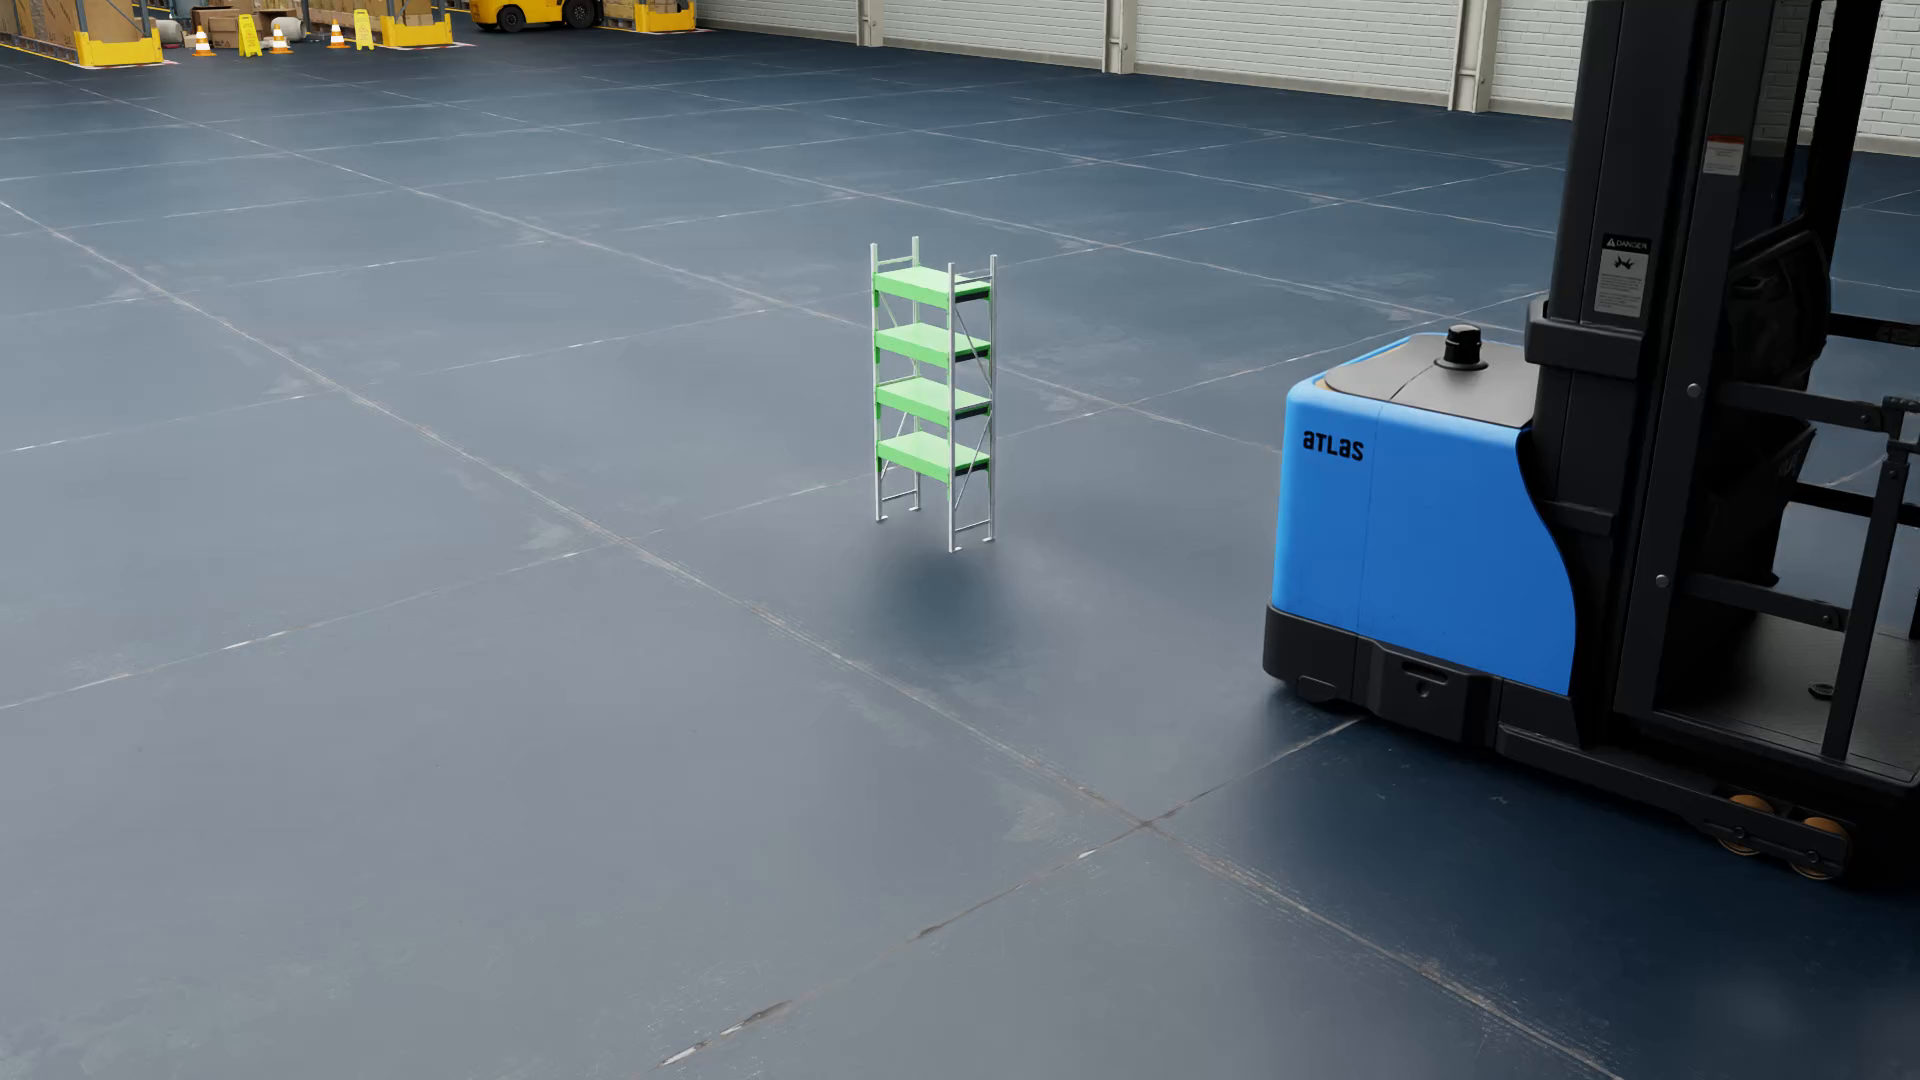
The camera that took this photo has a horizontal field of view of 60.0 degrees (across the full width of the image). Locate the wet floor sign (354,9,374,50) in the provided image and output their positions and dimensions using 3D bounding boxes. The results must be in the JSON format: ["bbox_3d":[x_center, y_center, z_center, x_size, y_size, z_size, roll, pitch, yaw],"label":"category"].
[{"bbox_3d":[-10.148,-8.679,28.259,0.267,0.644,0.232,-8,23,-19],"label":"wet floor sign"}]

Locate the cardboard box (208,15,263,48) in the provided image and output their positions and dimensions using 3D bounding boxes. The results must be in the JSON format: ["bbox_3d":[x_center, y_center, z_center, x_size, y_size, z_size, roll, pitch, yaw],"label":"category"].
[{"bbox_3d":[-12.526,-8.803,28.769,0.637,0.503,0.797,3,22,9],"label":"cardboard box"}]

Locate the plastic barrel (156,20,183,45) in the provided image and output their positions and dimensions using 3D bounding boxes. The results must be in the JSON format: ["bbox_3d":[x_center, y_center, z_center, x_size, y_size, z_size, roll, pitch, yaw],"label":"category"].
[{"bbox_3d":[-13.854,-8.834,28.957,0.512,0.421,0.421,0,21,-1],"label":"plastic barrel"}]

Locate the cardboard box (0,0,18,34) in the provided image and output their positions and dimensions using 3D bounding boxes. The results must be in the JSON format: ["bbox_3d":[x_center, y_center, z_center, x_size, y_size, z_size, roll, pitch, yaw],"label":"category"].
[{"bbox_3d":[-16.230,-9.280,29.072,1.050,0.750,0.750,-18,27,-38],"label":"cardboard box"}]

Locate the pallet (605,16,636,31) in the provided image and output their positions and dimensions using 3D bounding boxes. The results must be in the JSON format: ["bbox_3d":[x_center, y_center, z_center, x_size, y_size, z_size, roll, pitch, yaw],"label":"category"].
[{"bbox_3d":[-6.235,-10.168,32.656,1.003,0.211,1.213,-17,27,-37],"label":"pallet"}]

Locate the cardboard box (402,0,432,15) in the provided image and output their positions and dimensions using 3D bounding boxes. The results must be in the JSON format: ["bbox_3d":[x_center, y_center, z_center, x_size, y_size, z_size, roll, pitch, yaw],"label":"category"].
[{"bbox_3d":[-9.795,-9.642,29.655,0.500,0.500,0.500,-19,28,-39],"label":"cardboard box"}]

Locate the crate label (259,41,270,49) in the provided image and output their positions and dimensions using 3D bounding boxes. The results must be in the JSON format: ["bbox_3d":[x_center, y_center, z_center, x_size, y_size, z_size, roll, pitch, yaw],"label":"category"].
[{"bbox_3d":[-11.899,-8.406,28.257,0.298,0.136,0.250,7,23,18],"label":"crate label"}]

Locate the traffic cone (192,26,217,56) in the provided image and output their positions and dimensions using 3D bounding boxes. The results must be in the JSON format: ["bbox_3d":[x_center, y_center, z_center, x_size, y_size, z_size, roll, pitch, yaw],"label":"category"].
[{"bbox_3d":[-12.417,-8.180,27.234,0.336,0.463,0.334,-17,27,-37],"label":"traffic cone"}]

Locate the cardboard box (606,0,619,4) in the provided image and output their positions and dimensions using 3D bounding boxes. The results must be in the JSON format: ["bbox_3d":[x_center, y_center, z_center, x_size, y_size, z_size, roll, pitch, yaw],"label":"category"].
[{"bbox_3d":[-6.578,-10.615,32.481,0.500,0.250,0.500,-18,28,-38],"label":"cardboard box"}]

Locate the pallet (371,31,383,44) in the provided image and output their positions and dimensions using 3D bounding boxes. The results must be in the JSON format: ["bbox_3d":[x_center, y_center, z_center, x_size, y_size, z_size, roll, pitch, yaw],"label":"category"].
[{"bbox_3d":[-10.015,-9.038,29.770,1.003,0.211,1.213,-17,27,-37],"label":"pallet"}]

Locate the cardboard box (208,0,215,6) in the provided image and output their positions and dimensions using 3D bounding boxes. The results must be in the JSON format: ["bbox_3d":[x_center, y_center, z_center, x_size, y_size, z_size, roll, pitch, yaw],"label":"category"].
[{"bbox_3d":[-15.651,-11.957,35.737,0.875,0.875,0.875,-17,27,-37],"label":"cardboard box"}]

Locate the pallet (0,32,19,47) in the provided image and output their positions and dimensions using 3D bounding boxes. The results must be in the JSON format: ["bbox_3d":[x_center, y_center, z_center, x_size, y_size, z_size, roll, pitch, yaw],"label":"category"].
[{"bbox_3d":[-16.318,-8.878,29.362,1.003,0.211,1.213,-17,27,-37],"label":"pallet"}]

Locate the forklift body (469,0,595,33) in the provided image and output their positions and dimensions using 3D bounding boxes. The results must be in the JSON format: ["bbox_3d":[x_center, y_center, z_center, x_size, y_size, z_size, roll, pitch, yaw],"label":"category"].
[{"bbox_3d":[-8.324,-10.960,32.017,2.313,2.155,1.214,-17,27,-37],"label":"forklift body"}]

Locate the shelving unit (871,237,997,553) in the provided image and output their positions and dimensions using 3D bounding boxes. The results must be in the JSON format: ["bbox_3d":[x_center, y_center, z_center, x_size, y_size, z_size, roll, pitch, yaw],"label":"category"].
[{"bbox_3d":[-0.108,-0.604,6.882,0.258,1.200,0.503,-17,27,-37],"label":"shelving unit"}]

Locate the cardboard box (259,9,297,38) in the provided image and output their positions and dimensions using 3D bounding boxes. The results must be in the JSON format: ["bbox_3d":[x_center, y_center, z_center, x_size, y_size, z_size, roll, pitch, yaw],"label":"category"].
[{"bbox_3d":[-12.404,-9.405,30.308,0.500,0.500,0.500,0,21,-1],"label":"cardboard box"}]

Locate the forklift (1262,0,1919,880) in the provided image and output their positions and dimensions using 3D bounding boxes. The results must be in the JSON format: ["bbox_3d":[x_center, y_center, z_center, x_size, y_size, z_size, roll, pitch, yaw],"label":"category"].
[{"bbox_3d":[2.482,-0.644,4.610,3.031,2.935,1.130,17,27,37],"label":"forklift"}]

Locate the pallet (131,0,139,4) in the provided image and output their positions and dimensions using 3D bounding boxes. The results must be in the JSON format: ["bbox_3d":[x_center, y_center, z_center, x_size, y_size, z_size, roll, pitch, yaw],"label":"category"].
[{"bbox_3d":[-19.325,-13.002,39.892,1.003,0.211,1.213,-17,27,-37],"label":"pallet"}]

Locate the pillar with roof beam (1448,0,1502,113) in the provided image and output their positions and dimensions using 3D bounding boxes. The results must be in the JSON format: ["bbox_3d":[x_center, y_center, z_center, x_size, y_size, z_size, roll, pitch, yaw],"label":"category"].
[{"bbox_3d":[3.013,-8.468,16.264,9.100,9.000,0.400,-17,27,-37],"label":"pillar with roof beam"}]

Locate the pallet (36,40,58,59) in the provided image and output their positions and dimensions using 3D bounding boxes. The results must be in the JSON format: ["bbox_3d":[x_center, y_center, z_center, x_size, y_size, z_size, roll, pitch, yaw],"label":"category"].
[{"bbox_3d":[-14.519,-8.117,27.419,1.003,0.211,1.213,-17,27,-37],"label":"pallet"}]

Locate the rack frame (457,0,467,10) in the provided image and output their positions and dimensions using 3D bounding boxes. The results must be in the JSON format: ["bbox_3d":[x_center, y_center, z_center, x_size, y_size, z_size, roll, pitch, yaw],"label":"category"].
[{"bbox_3d":[-10.926,-13.476,37.276,1.000,3.000,0.127,-17,27,-37],"label":"rack frame"}]

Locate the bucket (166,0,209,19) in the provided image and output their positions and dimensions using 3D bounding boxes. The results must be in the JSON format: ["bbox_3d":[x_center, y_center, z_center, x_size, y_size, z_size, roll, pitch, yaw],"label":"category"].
[{"bbox_3d":[-13.921,-9.676,29.980,0.726,0.611,0.620,-8,13,-19],"label":"bucket"}]

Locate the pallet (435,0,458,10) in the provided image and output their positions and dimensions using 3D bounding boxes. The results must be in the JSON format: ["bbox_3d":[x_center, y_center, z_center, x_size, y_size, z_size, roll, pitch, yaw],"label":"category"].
[{"bbox_3d":[-11.385,-12.392,38.335,1.003,0.211,1.213,-17,27,-37],"label":"pallet"}]

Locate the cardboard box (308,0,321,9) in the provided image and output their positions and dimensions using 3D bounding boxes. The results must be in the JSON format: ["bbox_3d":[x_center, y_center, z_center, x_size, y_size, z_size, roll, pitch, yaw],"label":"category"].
[{"bbox_3d":[-11.892,-10.225,31.143,0.500,0.500,0.500,-16,26,-35],"label":"cardboard box"}]

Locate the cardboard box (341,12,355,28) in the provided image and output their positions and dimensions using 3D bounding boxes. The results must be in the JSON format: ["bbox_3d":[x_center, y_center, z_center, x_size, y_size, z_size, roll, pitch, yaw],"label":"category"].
[{"bbox_3d":[-10.871,-9.445,30.181,0.500,0.250,0.500,-19,28,-39],"label":"cardboard box"}]

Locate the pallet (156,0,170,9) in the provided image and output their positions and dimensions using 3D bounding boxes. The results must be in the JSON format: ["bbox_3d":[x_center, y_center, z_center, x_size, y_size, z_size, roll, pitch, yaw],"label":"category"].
[{"bbox_3d":[-17.732,-12.328,38.171,1.003,0.211,1.213,-17,27,-37],"label":"pallet"}]

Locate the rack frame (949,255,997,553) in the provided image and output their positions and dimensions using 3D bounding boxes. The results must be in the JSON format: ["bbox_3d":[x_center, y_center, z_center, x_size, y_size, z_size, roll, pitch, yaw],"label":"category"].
[{"bbox_3d":[0.051,-0.537,6.710,0.240,1.200,0.015,-17,27,-37],"label":"rack frame"}]

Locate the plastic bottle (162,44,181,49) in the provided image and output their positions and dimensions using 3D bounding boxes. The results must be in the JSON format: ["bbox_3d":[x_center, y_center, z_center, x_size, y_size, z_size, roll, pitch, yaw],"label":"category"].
[{"bbox_3d":[-13.503,-8.455,28.486,0.133,0.061,0.283,12,24,27],"label":"plastic bottle"}]

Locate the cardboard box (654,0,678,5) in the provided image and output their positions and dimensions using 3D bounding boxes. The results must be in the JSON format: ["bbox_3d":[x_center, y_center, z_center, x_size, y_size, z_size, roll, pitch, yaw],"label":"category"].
[{"bbox_3d":[-5.853,-10.593,32.425,0.500,0.250,0.500,-17,27,-36],"label":"cardboard box"}]

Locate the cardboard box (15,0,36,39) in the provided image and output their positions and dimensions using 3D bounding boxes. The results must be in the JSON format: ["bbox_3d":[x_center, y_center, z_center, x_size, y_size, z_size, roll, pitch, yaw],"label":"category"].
[{"bbox_3d":[-15.399,-8.997,28.180,0.875,0.875,0.875,-17,27,-37],"label":"cardboard box"}]

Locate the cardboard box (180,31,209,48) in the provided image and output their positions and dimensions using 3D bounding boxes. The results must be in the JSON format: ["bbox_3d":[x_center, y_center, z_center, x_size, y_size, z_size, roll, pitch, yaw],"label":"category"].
[{"bbox_3d":[-13.239,-8.672,28.761,0.396,0.266,0.258,-12,25,-28],"label":"cardboard box"}]

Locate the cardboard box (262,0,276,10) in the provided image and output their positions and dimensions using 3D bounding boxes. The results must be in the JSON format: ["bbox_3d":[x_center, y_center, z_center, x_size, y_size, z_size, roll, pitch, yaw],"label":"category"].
[{"bbox_3d":[-13.344,-10.694,33.201,0.950,0.372,0.625,-16,27,-36],"label":"cardboard box"}]

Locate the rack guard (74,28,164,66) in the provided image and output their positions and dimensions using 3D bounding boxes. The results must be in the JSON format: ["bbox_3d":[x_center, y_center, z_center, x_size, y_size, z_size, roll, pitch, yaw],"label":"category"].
[{"bbox_3d":[-13.130,-7.706,25.973,1.175,0.500,0.348,-17,27,-37],"label":"rack guard"}]

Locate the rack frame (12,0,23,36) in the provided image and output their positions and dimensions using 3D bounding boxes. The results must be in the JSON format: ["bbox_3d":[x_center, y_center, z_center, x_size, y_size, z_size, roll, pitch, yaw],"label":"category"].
[{"bbox_3d":[-15.757,-9.981,28.355,1.000,3.000,0.127,-17,27,-37],"label":"rack frame"}]

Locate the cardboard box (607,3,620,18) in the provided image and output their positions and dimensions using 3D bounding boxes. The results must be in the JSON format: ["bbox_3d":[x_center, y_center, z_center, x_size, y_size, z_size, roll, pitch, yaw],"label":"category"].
[{"bbox_3d":[-6.567,-10.375,32.554,0.500,0.250,0.500,-17,27,-37],"label":"cardboard box"}]

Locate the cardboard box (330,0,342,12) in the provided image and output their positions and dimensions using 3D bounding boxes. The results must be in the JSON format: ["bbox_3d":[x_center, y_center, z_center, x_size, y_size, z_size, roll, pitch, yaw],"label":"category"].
[{"bbox_3d":[-11.197,-9.936,30.406,0.500,0.500,0.500,-16,26,-35],"label":"cardboard box"}]

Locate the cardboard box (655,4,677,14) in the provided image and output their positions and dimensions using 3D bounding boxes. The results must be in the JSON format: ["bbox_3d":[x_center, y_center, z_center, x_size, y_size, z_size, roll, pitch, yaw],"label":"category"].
[{"bbox_3d":[-5.876,-10.363,32.523,0.500,0.250,0.500,-17,27,-37],"label":"cardboard box"}]

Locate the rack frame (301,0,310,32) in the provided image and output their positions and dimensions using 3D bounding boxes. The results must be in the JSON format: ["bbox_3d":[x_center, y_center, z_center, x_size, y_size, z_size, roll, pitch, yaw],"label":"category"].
[{"bbox_3d":[-12.073,-11.188,31.435,1.000,3.000,0.127,-17,27,-37],"label":"rack frame"}]

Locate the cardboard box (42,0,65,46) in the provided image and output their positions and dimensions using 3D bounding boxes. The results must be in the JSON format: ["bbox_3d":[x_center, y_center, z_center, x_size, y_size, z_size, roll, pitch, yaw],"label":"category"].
[{"bbox_3d":[-14.214,-8.497,26.902,0.875,0.875,0.875,-18,28,-38],"label":"cardboard box"}]

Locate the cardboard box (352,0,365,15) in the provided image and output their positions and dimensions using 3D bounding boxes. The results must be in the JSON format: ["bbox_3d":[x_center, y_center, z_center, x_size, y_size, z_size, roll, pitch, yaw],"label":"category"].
[{"bbox_3d":[-10.525,-9.650,29.674,0.500,0.500,0.500,-16,27,-36],"label":"cardboard box"}]

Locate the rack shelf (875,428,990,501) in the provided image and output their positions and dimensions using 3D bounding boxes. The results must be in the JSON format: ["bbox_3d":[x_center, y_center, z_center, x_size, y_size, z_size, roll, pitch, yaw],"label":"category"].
[{"bbox_3d":[-0.108,-0.321,6.993,0.258,0.148,0.480,-17,27,-37],"label":"rack shelf"}]

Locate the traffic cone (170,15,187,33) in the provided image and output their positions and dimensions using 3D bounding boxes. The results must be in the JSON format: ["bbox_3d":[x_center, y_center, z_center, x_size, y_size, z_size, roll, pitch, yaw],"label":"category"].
[{"bbox_3d":[-14.890,-9.858,31.518,0.336,0.463,0.334,-17,27,-37],"label":"traffic cone"}]

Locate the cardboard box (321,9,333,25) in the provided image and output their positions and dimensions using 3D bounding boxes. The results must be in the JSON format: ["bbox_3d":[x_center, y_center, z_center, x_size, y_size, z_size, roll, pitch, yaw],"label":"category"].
[{"bbox_3d":[-11.535,-9.731,30.910,0.500,0.250,0.500,-16,26,-34],"label":"cardboard box"}]

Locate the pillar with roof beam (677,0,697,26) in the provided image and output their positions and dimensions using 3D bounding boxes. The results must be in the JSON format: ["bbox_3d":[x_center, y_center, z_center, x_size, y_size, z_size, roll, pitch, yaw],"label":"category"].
[{"bbox_3d":[-8.737,-13.441,28.961,9.100,9.000,0.400,-17,27,-37],"label":"pillar with roof beam"}]

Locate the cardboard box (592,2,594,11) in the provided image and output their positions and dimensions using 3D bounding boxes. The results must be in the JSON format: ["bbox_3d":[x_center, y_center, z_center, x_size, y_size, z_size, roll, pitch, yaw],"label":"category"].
[{"bbox_3d":[-7.243,-10.653,33.265,0.500,0.250,0.500,-16,27,-36],"label":"cardboard box"}]

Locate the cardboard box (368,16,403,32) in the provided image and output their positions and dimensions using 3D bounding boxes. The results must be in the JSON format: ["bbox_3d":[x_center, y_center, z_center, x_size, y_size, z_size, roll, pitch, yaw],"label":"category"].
[{"bbox_3d":[-10.209,-9.164,29.462,0.500,0.250,0.500,-18,27,-38],"label":"cardboard box"}]

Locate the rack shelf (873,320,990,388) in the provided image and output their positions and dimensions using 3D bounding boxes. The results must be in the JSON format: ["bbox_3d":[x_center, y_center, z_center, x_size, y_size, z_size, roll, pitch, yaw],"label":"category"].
[{"bbox_3d":[-0.108,-0.768,6.818,0.258,0.148,0.480,-17,27,-37],"label":"rack shelf"}]

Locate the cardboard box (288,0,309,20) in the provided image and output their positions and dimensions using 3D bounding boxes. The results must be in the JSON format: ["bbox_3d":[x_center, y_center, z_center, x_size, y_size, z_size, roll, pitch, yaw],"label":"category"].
[{"bbox_3d":[-12.417,-10.304,32.206,0.950,0.372,0.625,-17,27,-37],"label":"cardboard box"}]

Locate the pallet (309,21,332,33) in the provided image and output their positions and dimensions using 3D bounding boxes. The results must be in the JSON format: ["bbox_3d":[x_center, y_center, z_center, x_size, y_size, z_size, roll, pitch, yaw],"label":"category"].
[{"bbox_3d":[-11.608,-9.712,31.492,1.003,0.211,1.213,-17,27,-37],"label":"pallet"}]
